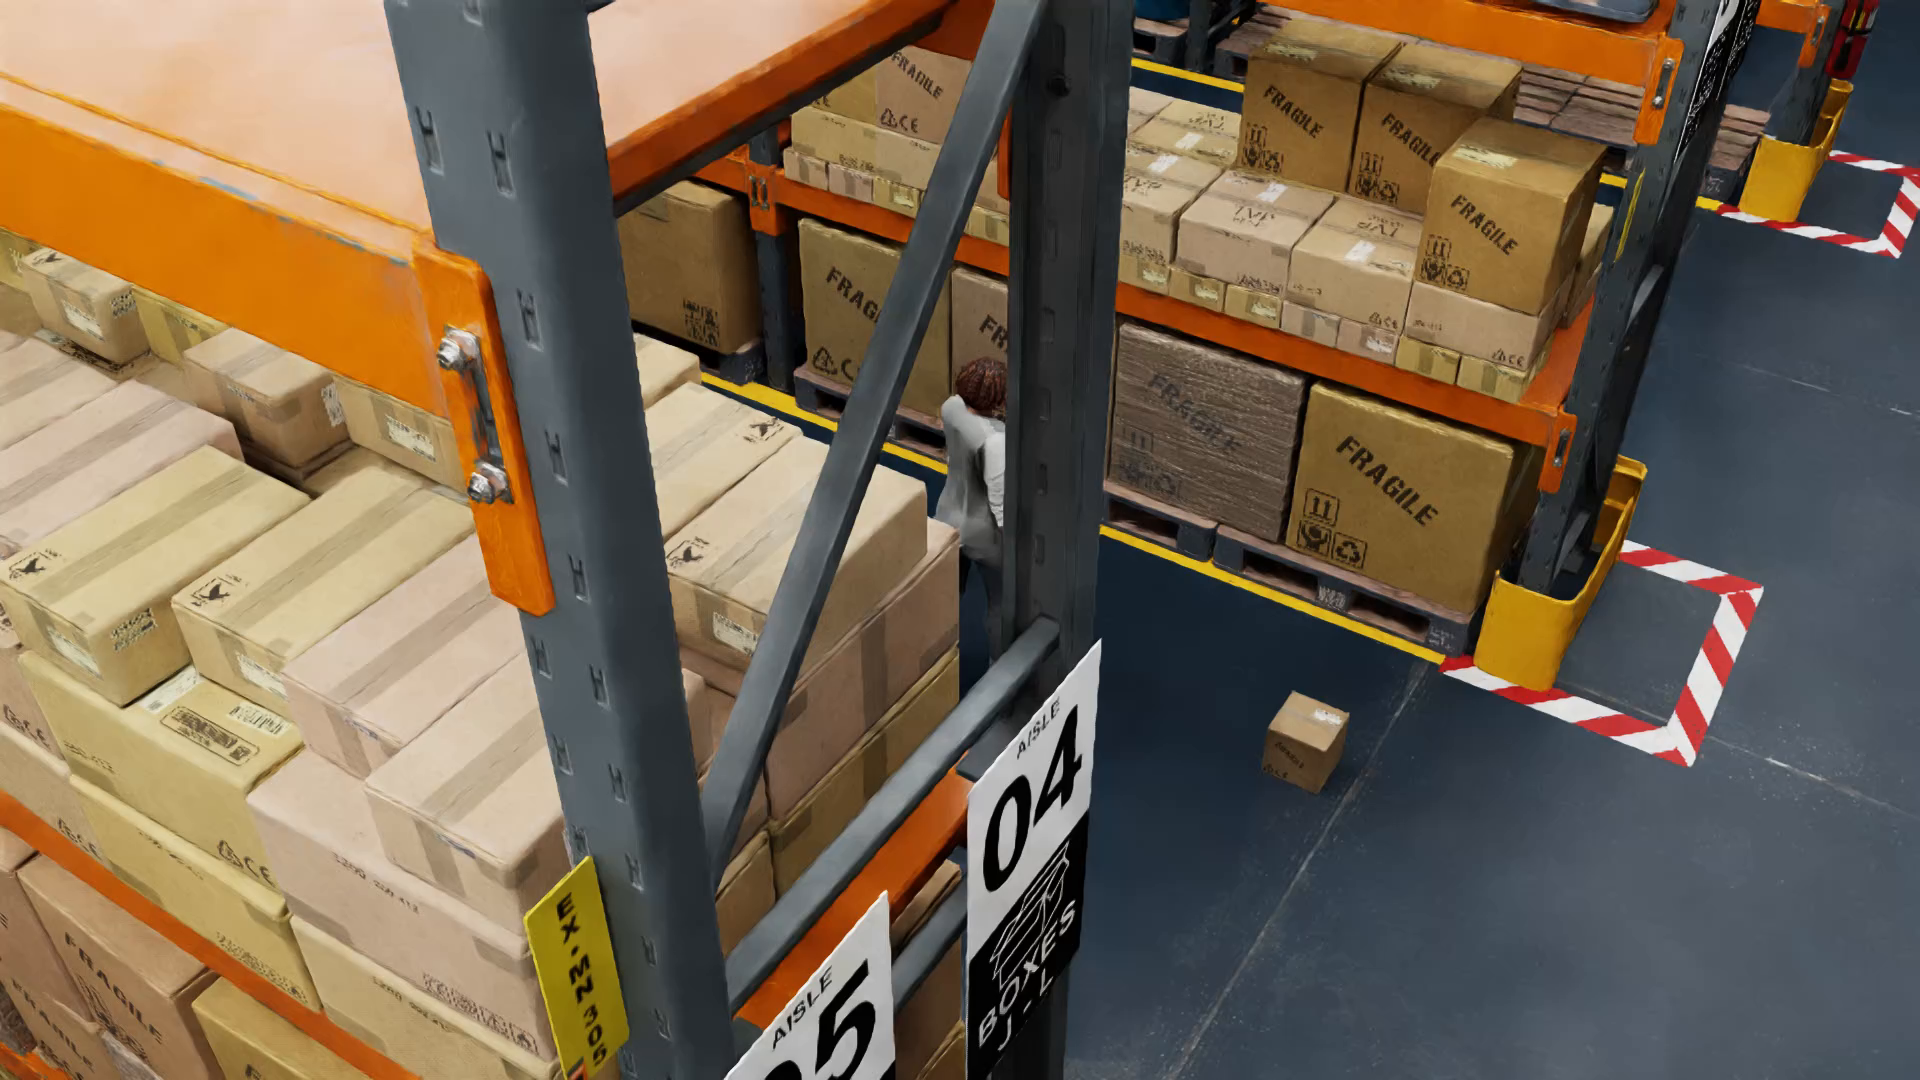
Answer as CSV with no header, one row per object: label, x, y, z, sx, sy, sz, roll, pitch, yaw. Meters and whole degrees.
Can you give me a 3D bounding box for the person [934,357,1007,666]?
person,0.120,-0.050,6.700,0.529,1.577,0.524,-24,45,-26
